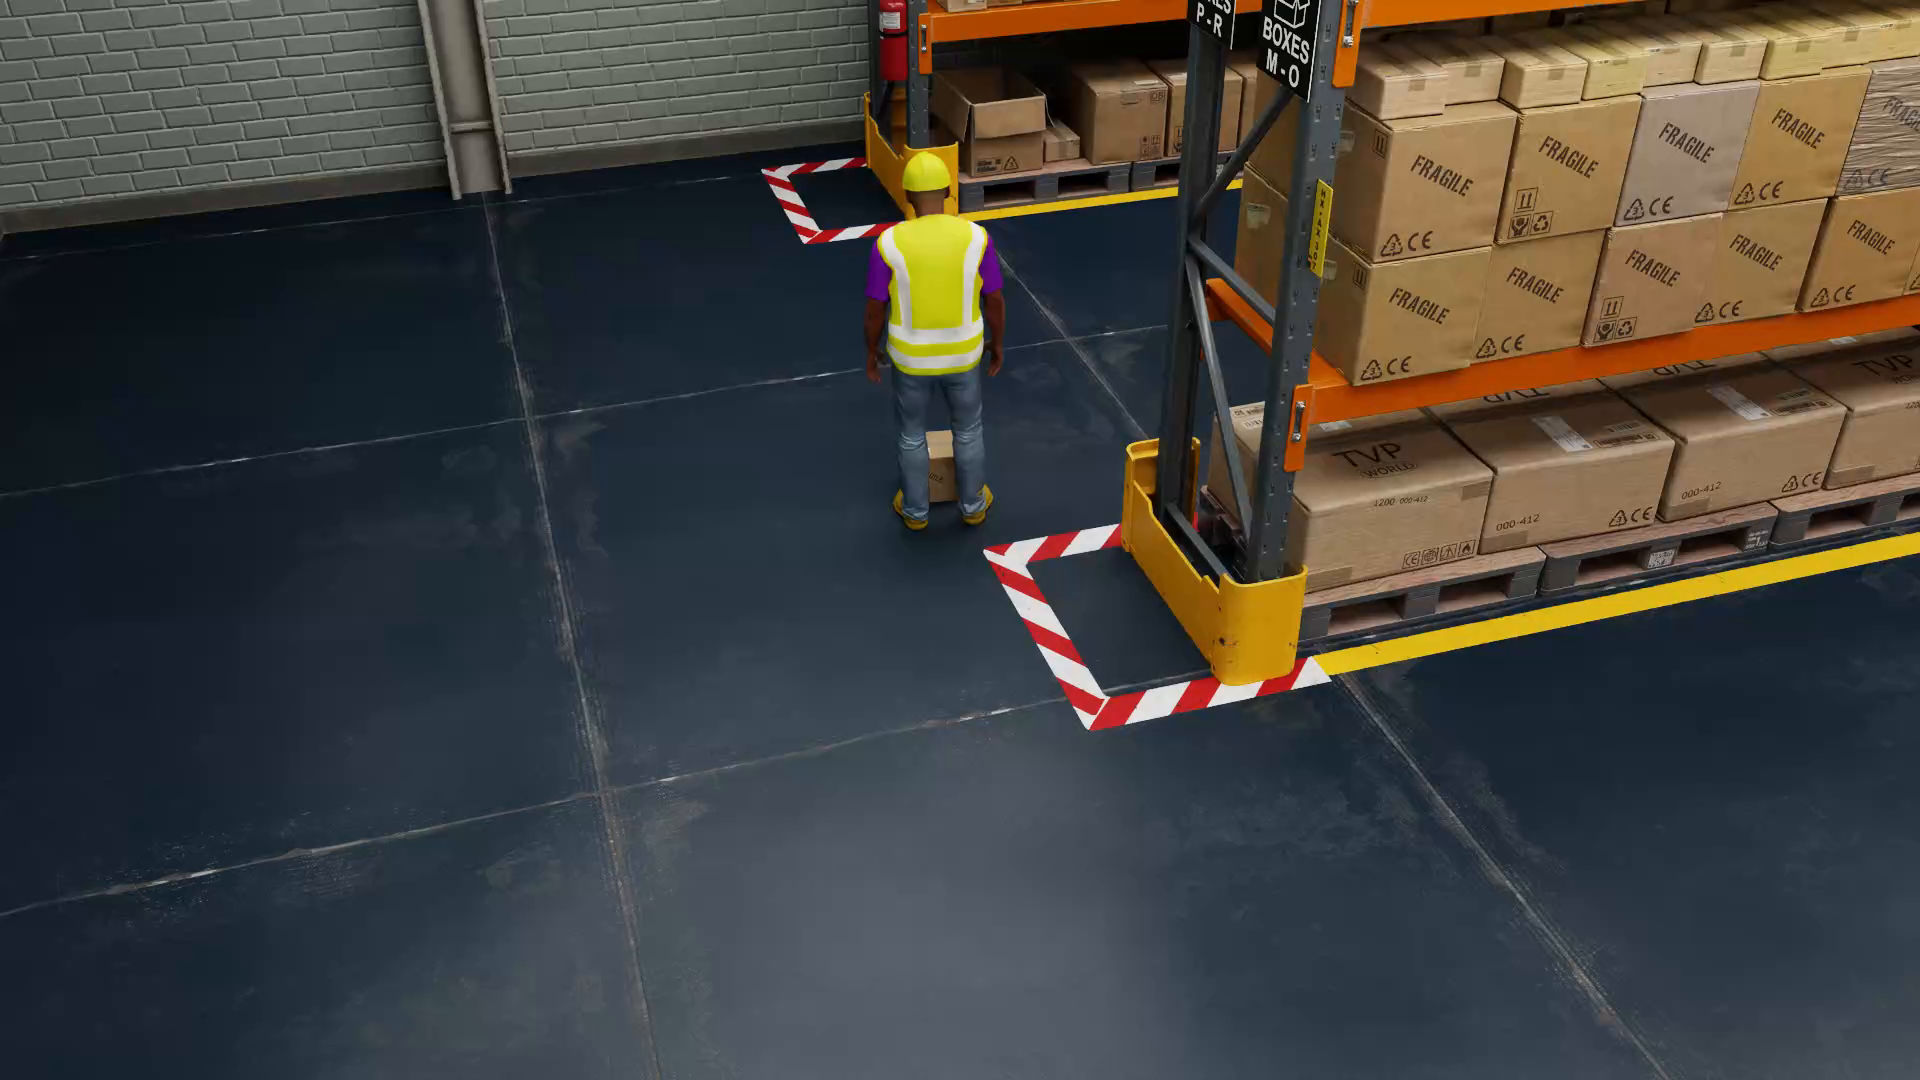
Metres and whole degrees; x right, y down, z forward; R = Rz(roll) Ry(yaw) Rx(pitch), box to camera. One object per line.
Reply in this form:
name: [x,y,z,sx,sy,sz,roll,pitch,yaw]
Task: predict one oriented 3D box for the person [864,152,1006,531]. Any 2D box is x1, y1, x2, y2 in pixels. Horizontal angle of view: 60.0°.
person: [-0.109,-0.853,7.406,0.627,1.758,0.456,-3,34,-5]
